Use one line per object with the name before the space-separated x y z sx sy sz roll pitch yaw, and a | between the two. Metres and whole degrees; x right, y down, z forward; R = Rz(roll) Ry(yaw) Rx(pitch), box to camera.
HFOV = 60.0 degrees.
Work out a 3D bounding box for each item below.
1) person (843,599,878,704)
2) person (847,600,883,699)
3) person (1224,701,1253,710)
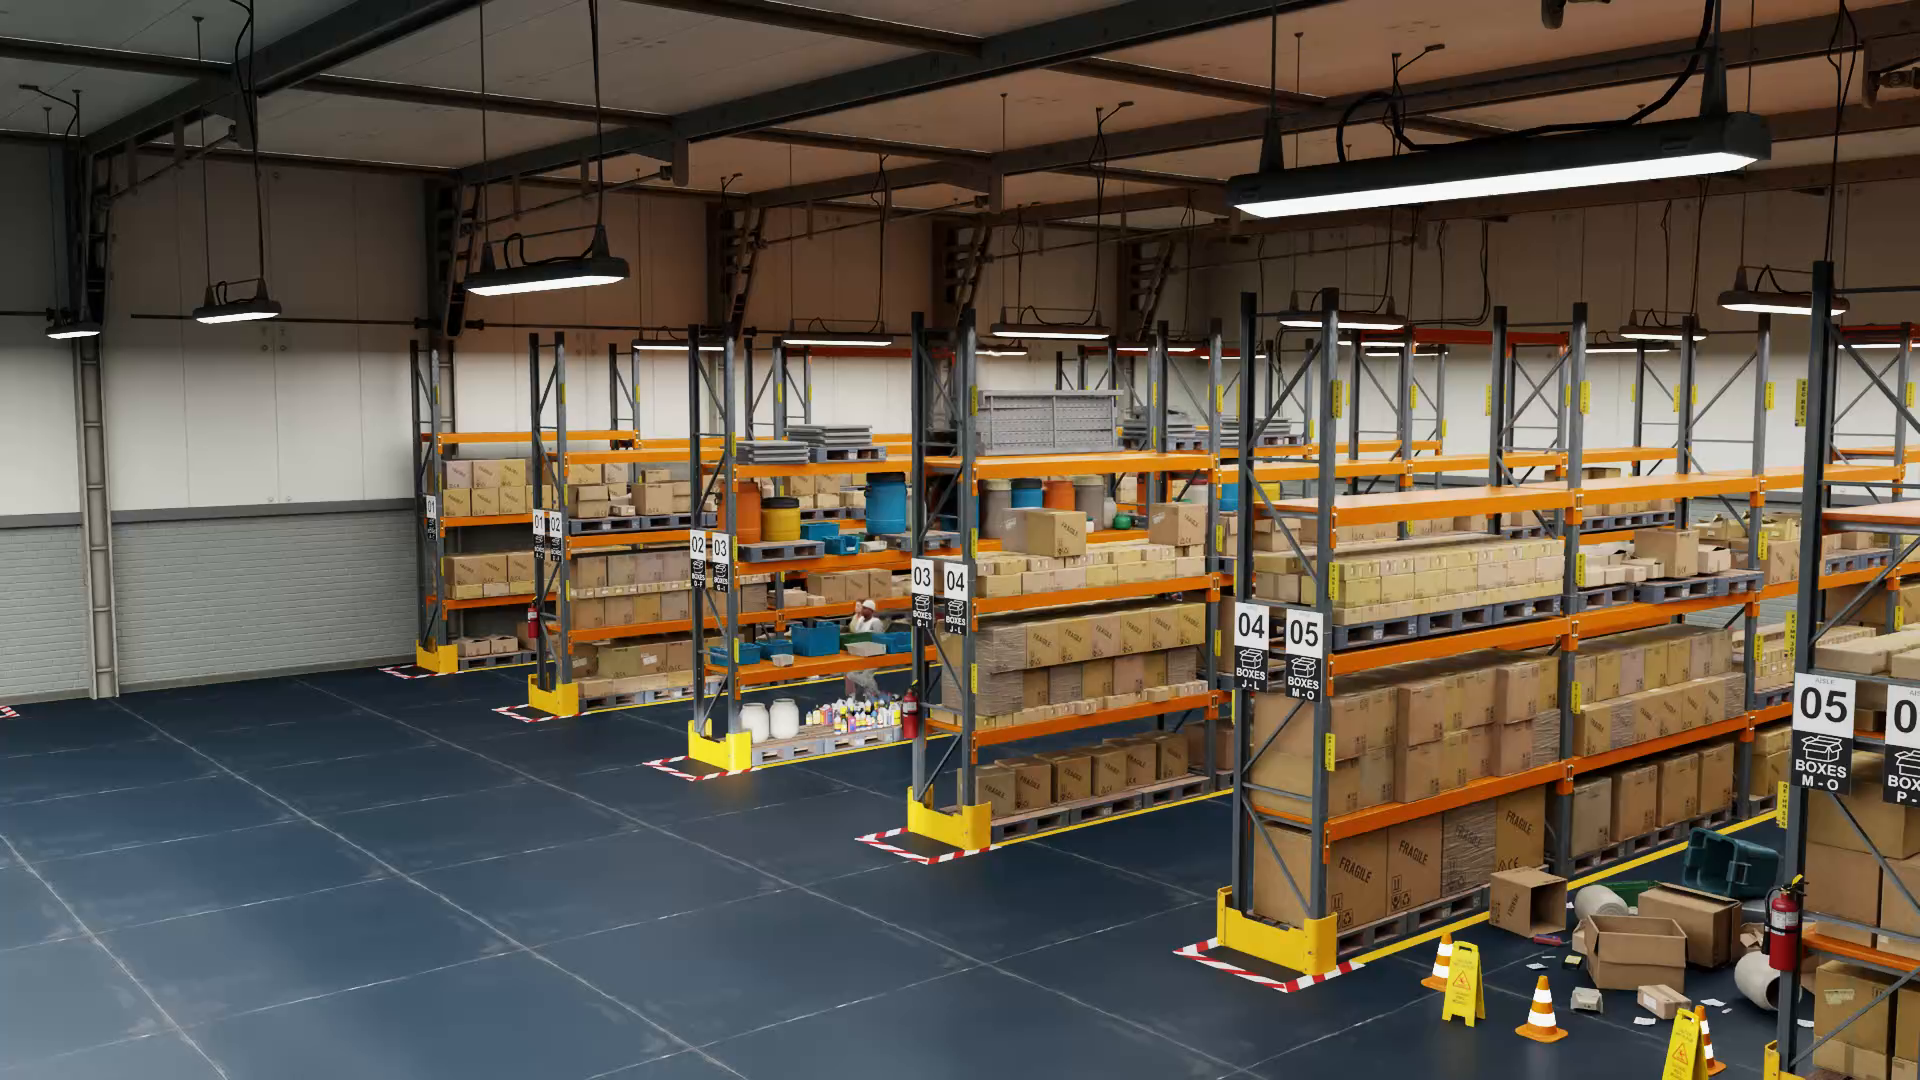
person | -1.602 1.815 27.243 0.562 1.723 0.762 3 6 32
person | -1.529 1.824 26.621 0.599 1.738 0.679 -4 7 -40
person | 4.207 2.029 24.640 0.728 1.734 0.625 5 7 44
